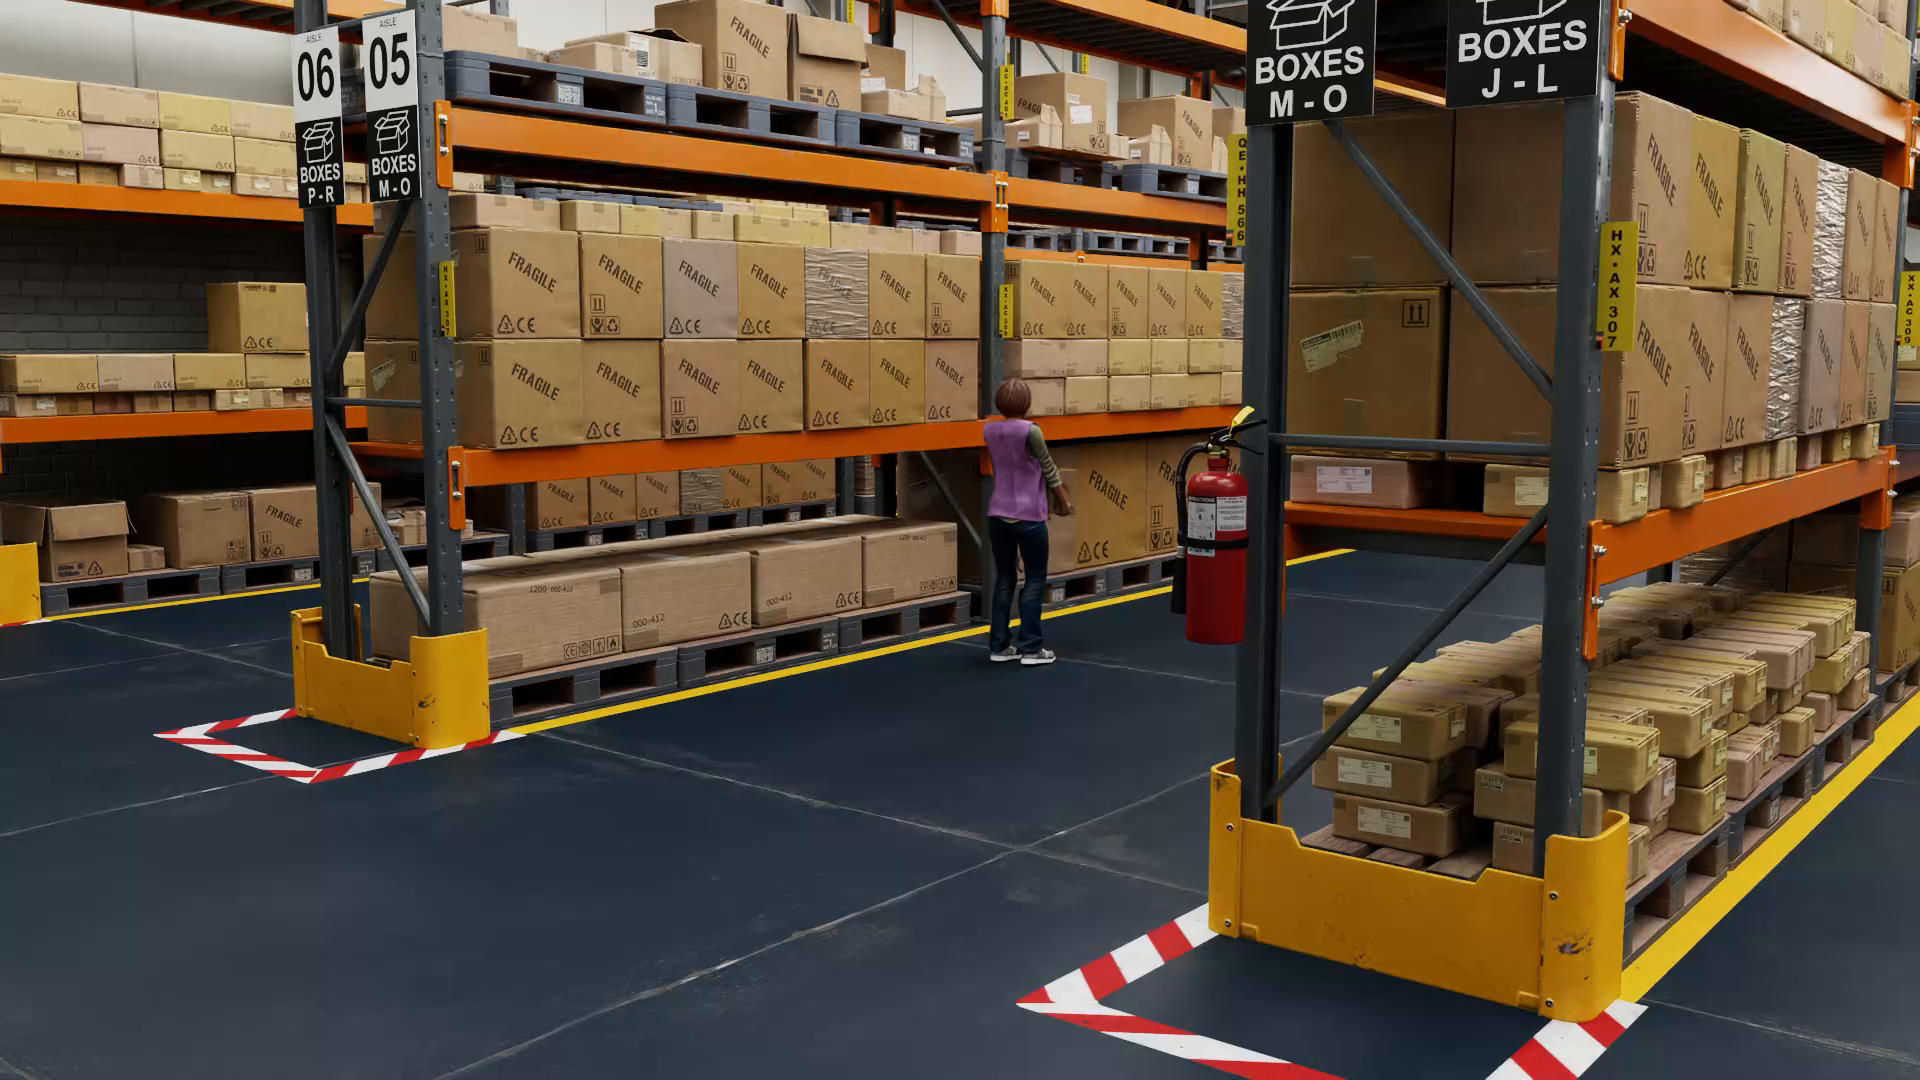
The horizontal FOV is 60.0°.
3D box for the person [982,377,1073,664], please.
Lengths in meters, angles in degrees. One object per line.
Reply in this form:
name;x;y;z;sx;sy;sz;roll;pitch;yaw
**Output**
person;0.377;-0.107;9.272;0.379;1.598;0.497;5;9;38
